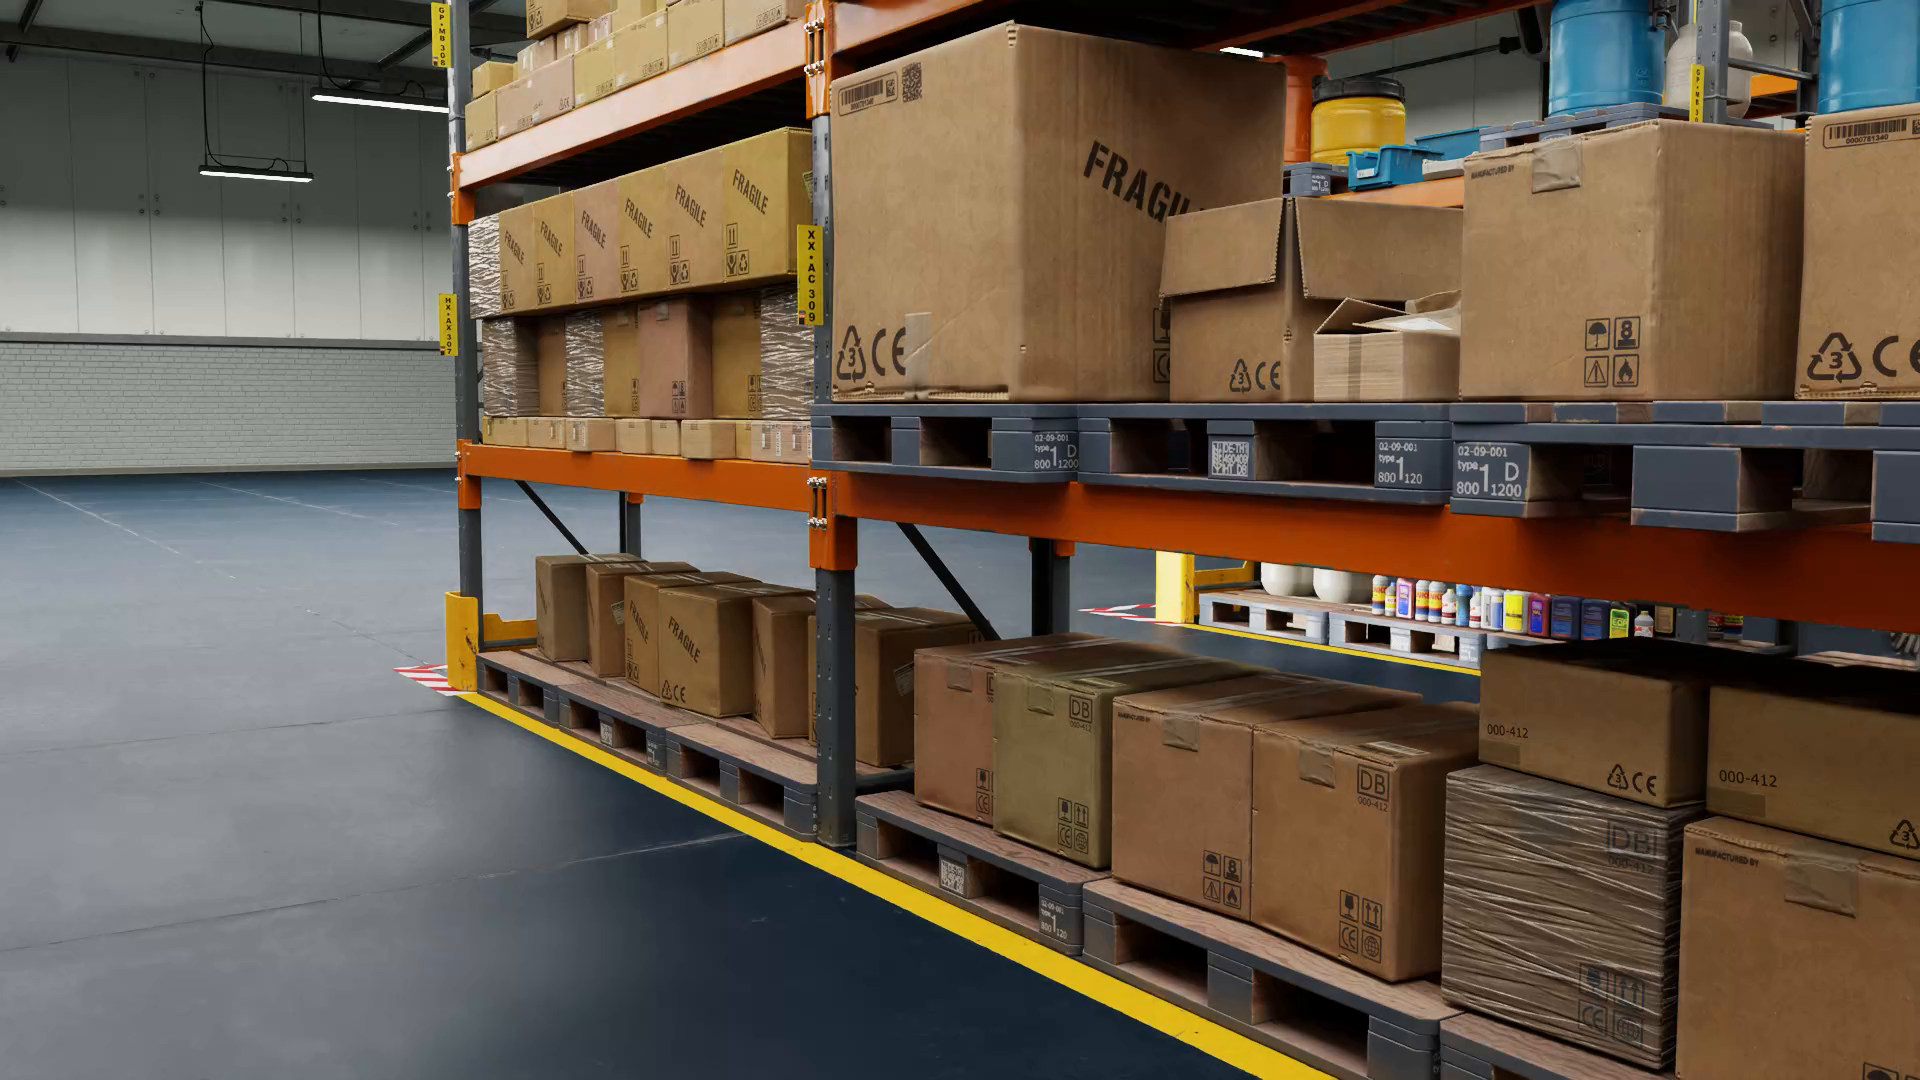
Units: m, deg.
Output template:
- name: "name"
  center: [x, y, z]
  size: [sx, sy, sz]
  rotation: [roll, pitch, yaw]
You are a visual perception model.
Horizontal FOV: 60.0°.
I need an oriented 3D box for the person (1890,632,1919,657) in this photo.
- name: "person"
  center: [3.264, 0.203, 5.306]
  size: [0.616, 1.848, 0.603]
  rotation: [3, 6, 37]
